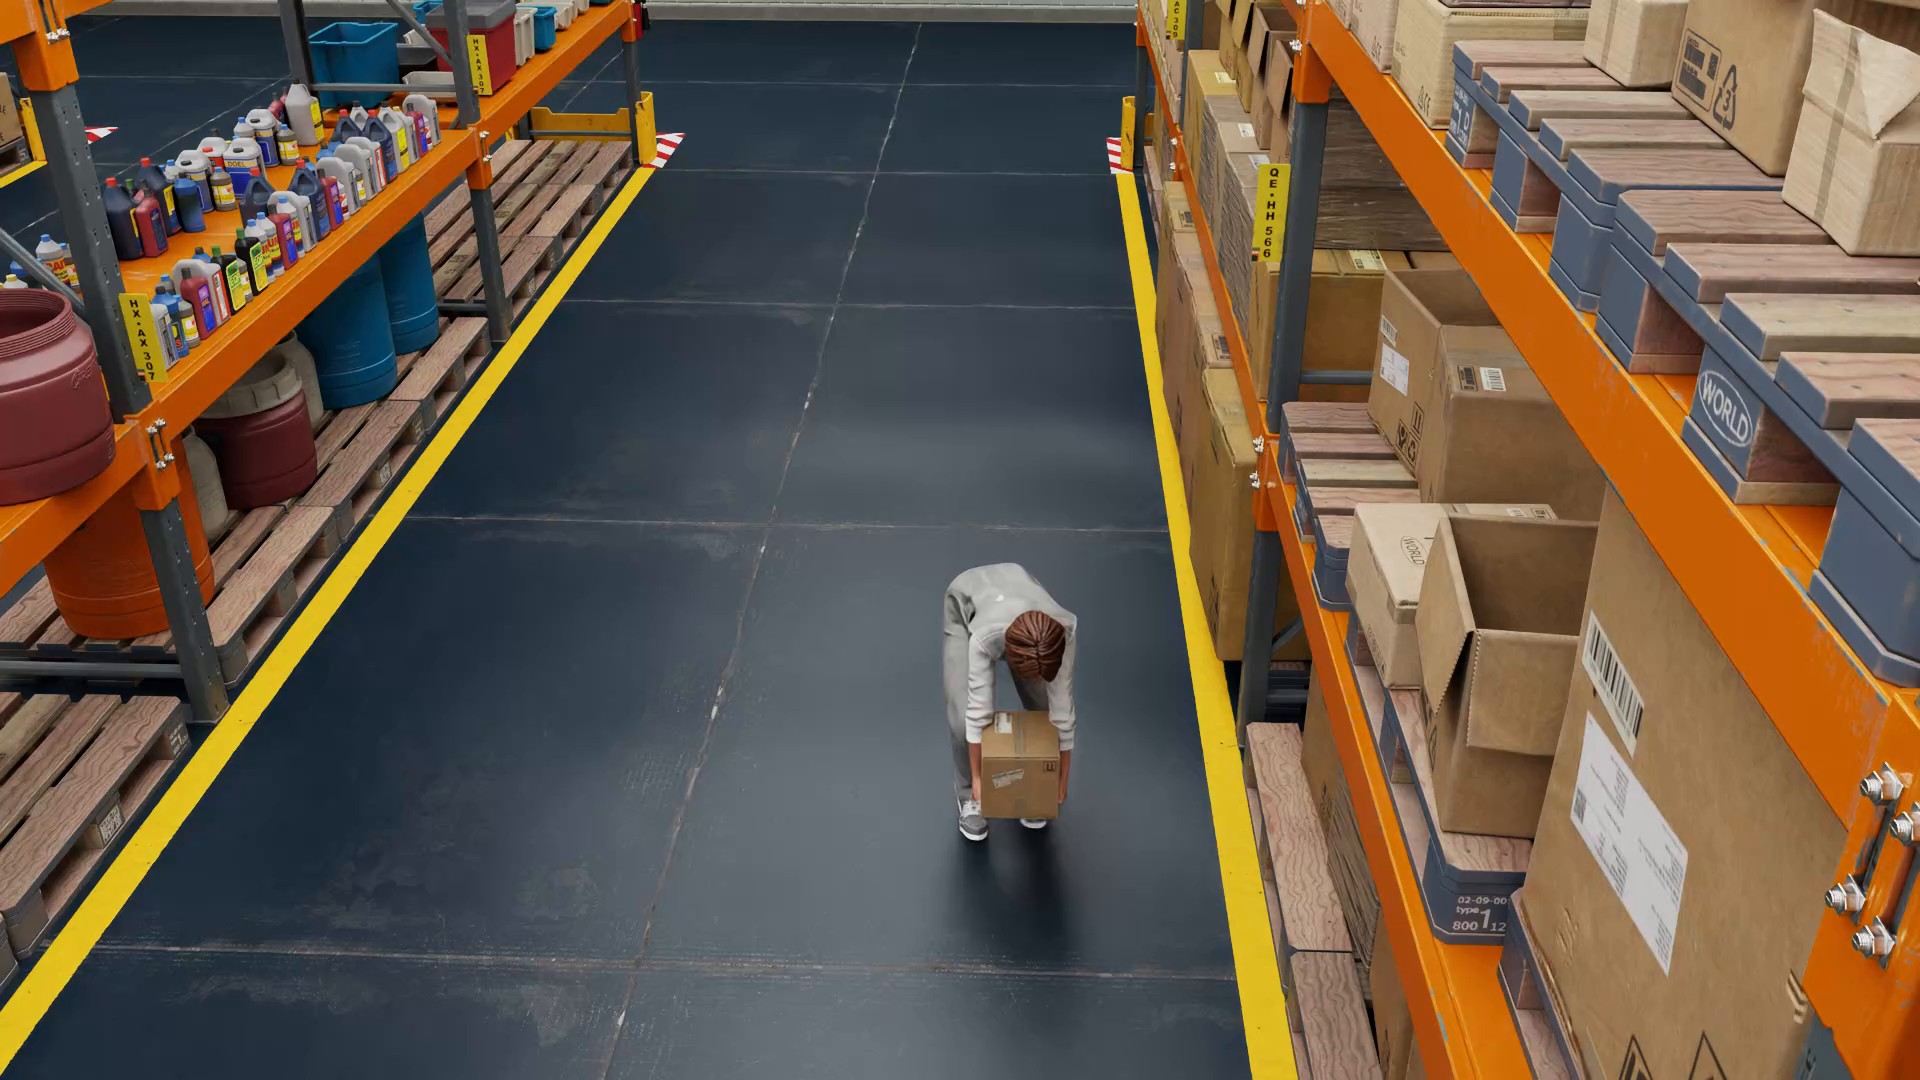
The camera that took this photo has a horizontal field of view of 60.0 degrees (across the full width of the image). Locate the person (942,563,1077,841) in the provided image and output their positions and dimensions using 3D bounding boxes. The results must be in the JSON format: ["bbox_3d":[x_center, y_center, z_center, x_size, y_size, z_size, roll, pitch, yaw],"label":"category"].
[{"bbox_3d":[0.170,0.578,5.584,0.402,1.103,0.845,-5,29,-10],"label":"person"}]
